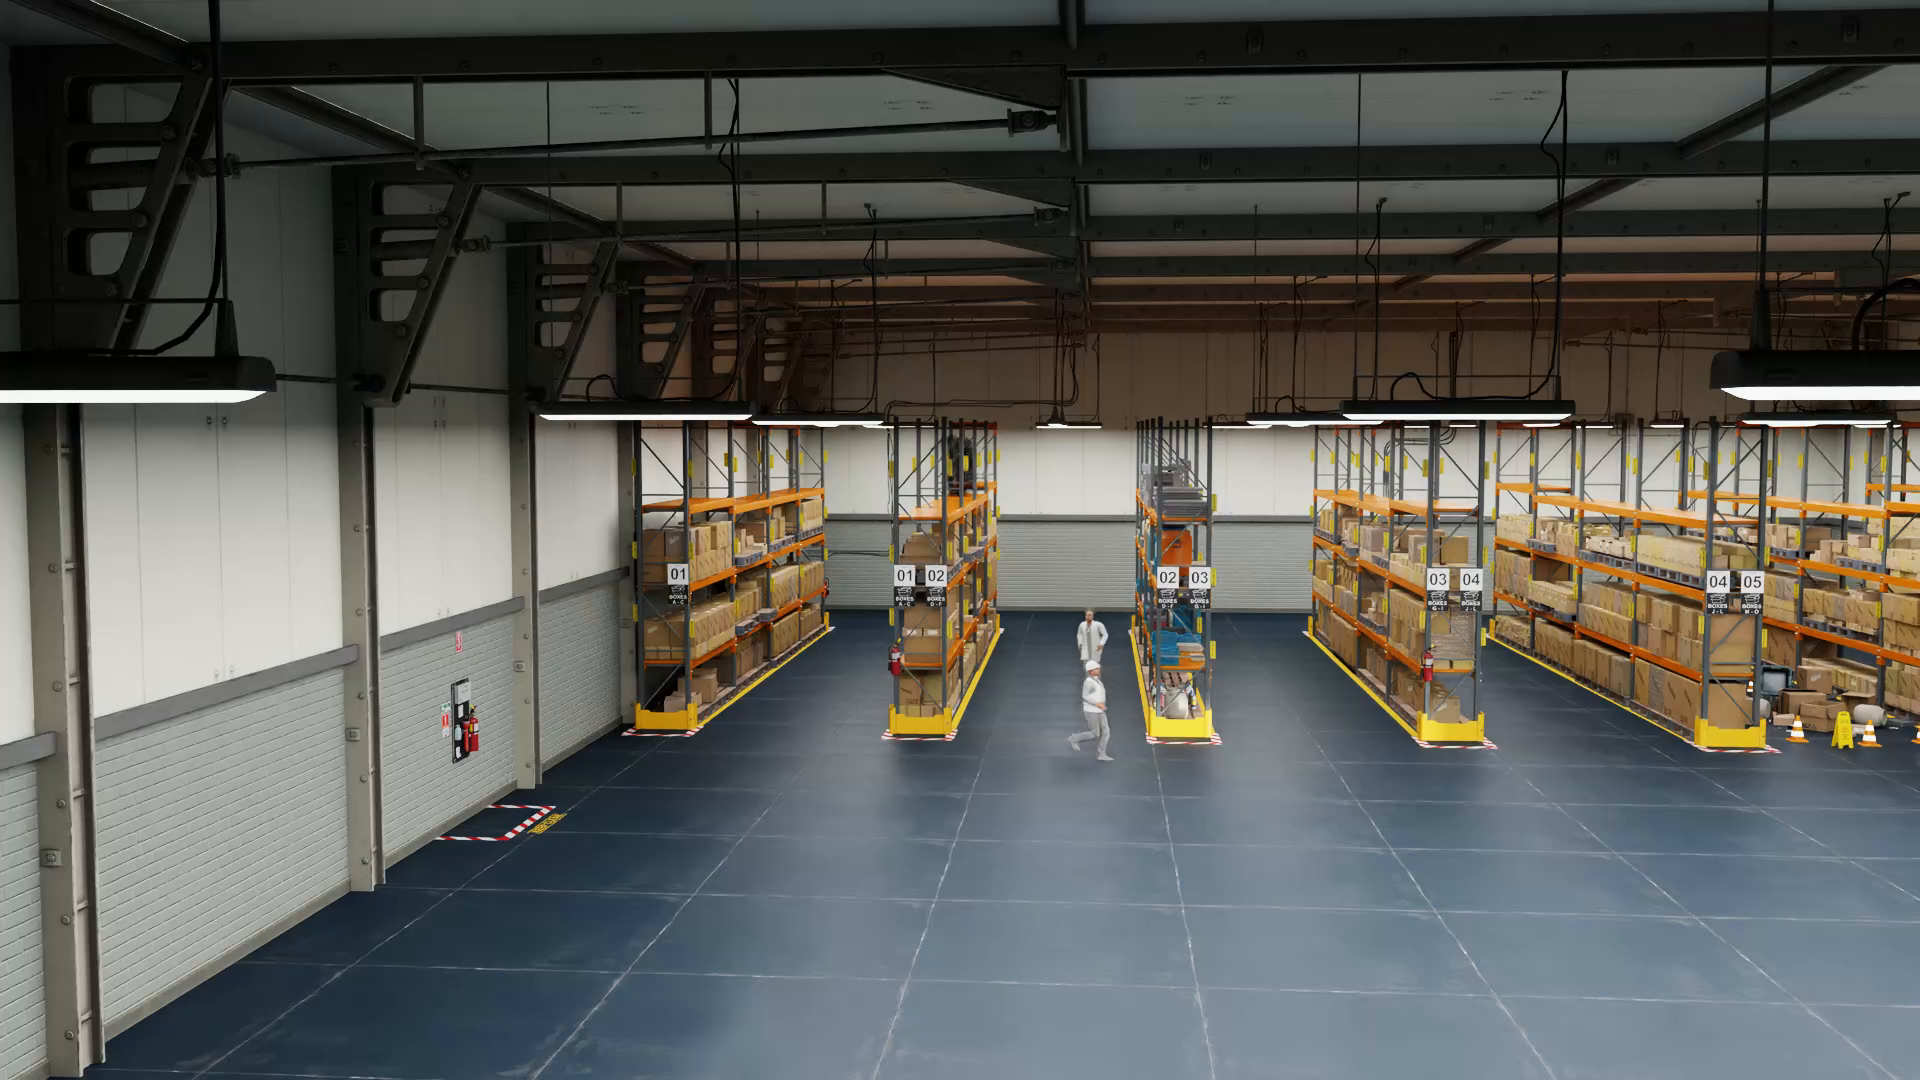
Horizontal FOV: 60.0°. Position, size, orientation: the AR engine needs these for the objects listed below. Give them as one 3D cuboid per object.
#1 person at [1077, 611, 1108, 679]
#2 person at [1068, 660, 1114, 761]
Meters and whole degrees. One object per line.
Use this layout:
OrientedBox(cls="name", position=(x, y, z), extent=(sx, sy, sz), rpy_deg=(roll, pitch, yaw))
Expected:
OrientedBox(cls="person", position=(2.940, 2.446, 36.944), extent=(0.719, 1.776, 0.748), rpy_deg=(1, 4, 20))
OrientedBox(cls="person", position=(2.298, 2.969, 28.955), extent=(0.801, 1.755, 0.667), rpy_deg=(2, 4, 25))
